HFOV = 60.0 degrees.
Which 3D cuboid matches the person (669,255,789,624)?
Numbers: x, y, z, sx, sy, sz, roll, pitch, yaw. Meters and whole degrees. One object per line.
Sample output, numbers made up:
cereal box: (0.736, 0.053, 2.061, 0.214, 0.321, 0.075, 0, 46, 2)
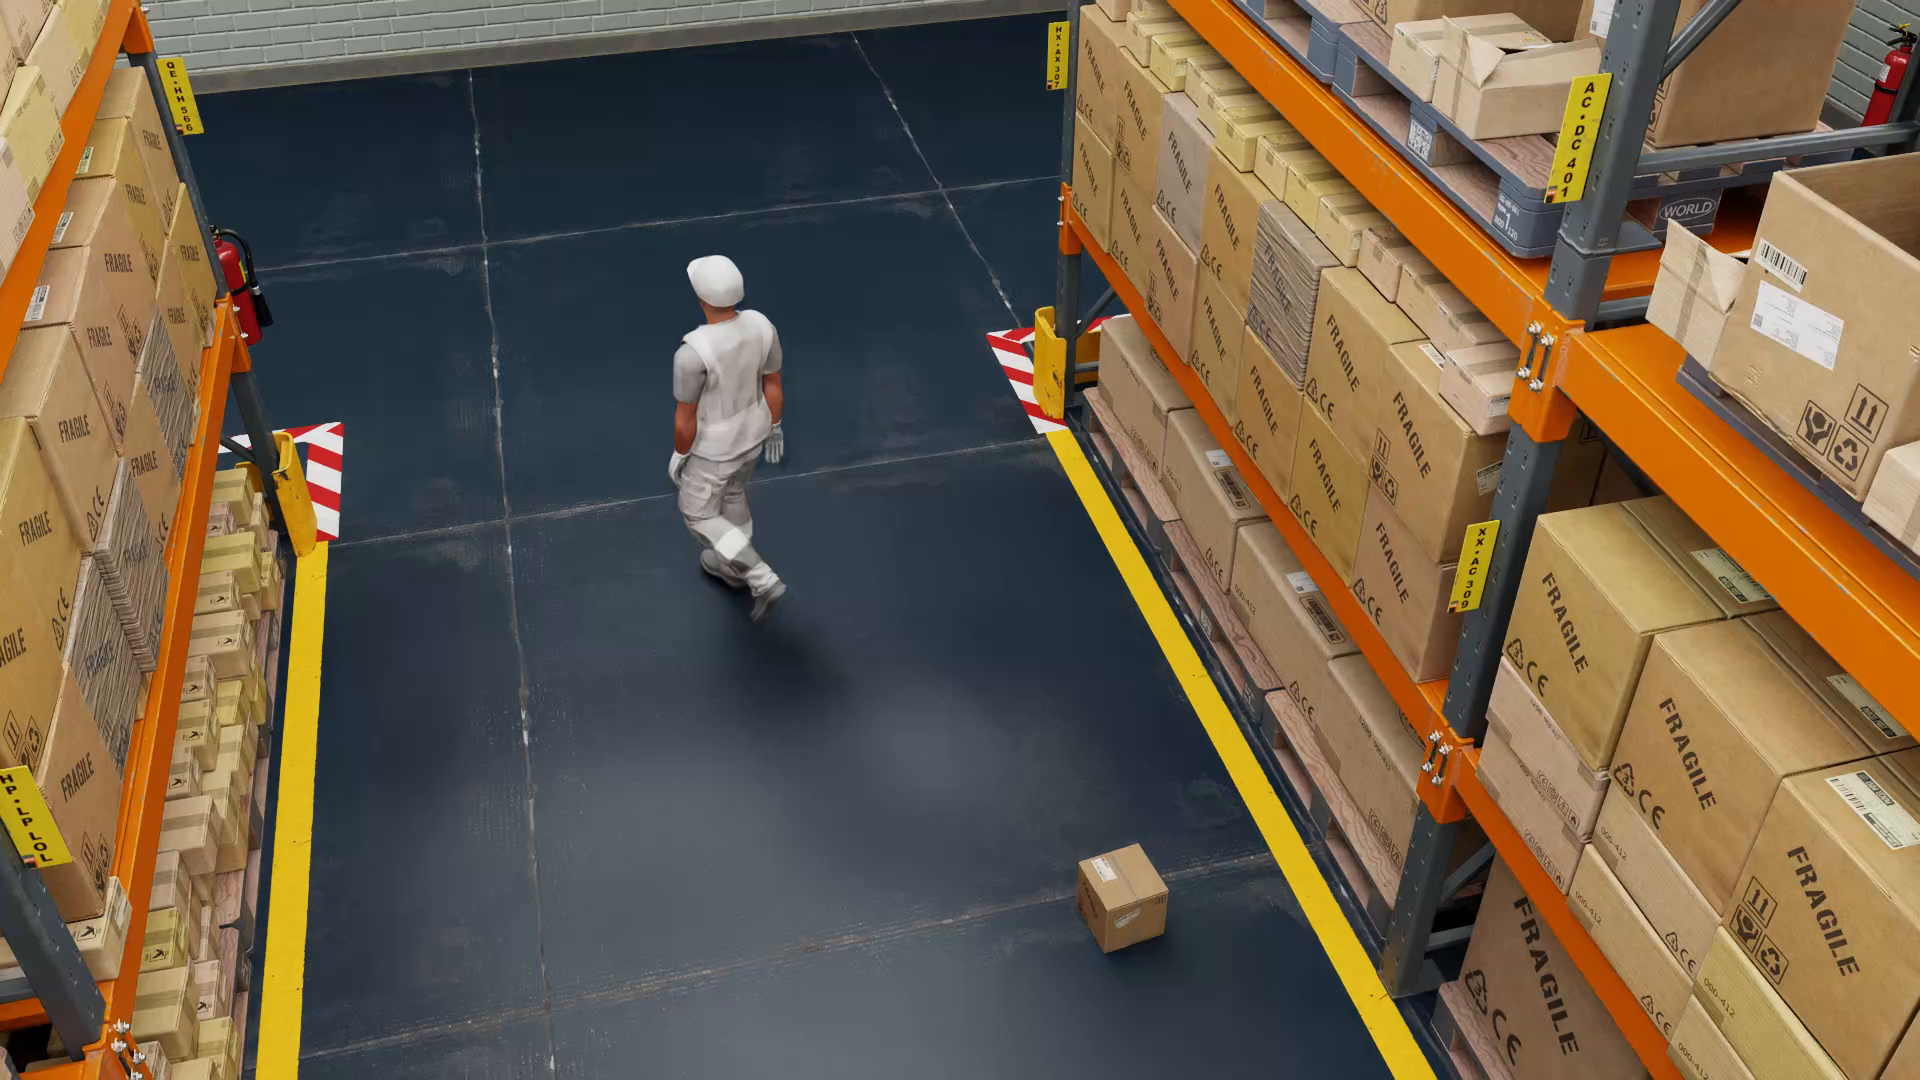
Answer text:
person: (-0.992, -0.421, 7.205, 0.754, 1.770, 0.549, 29, 47, 32)
